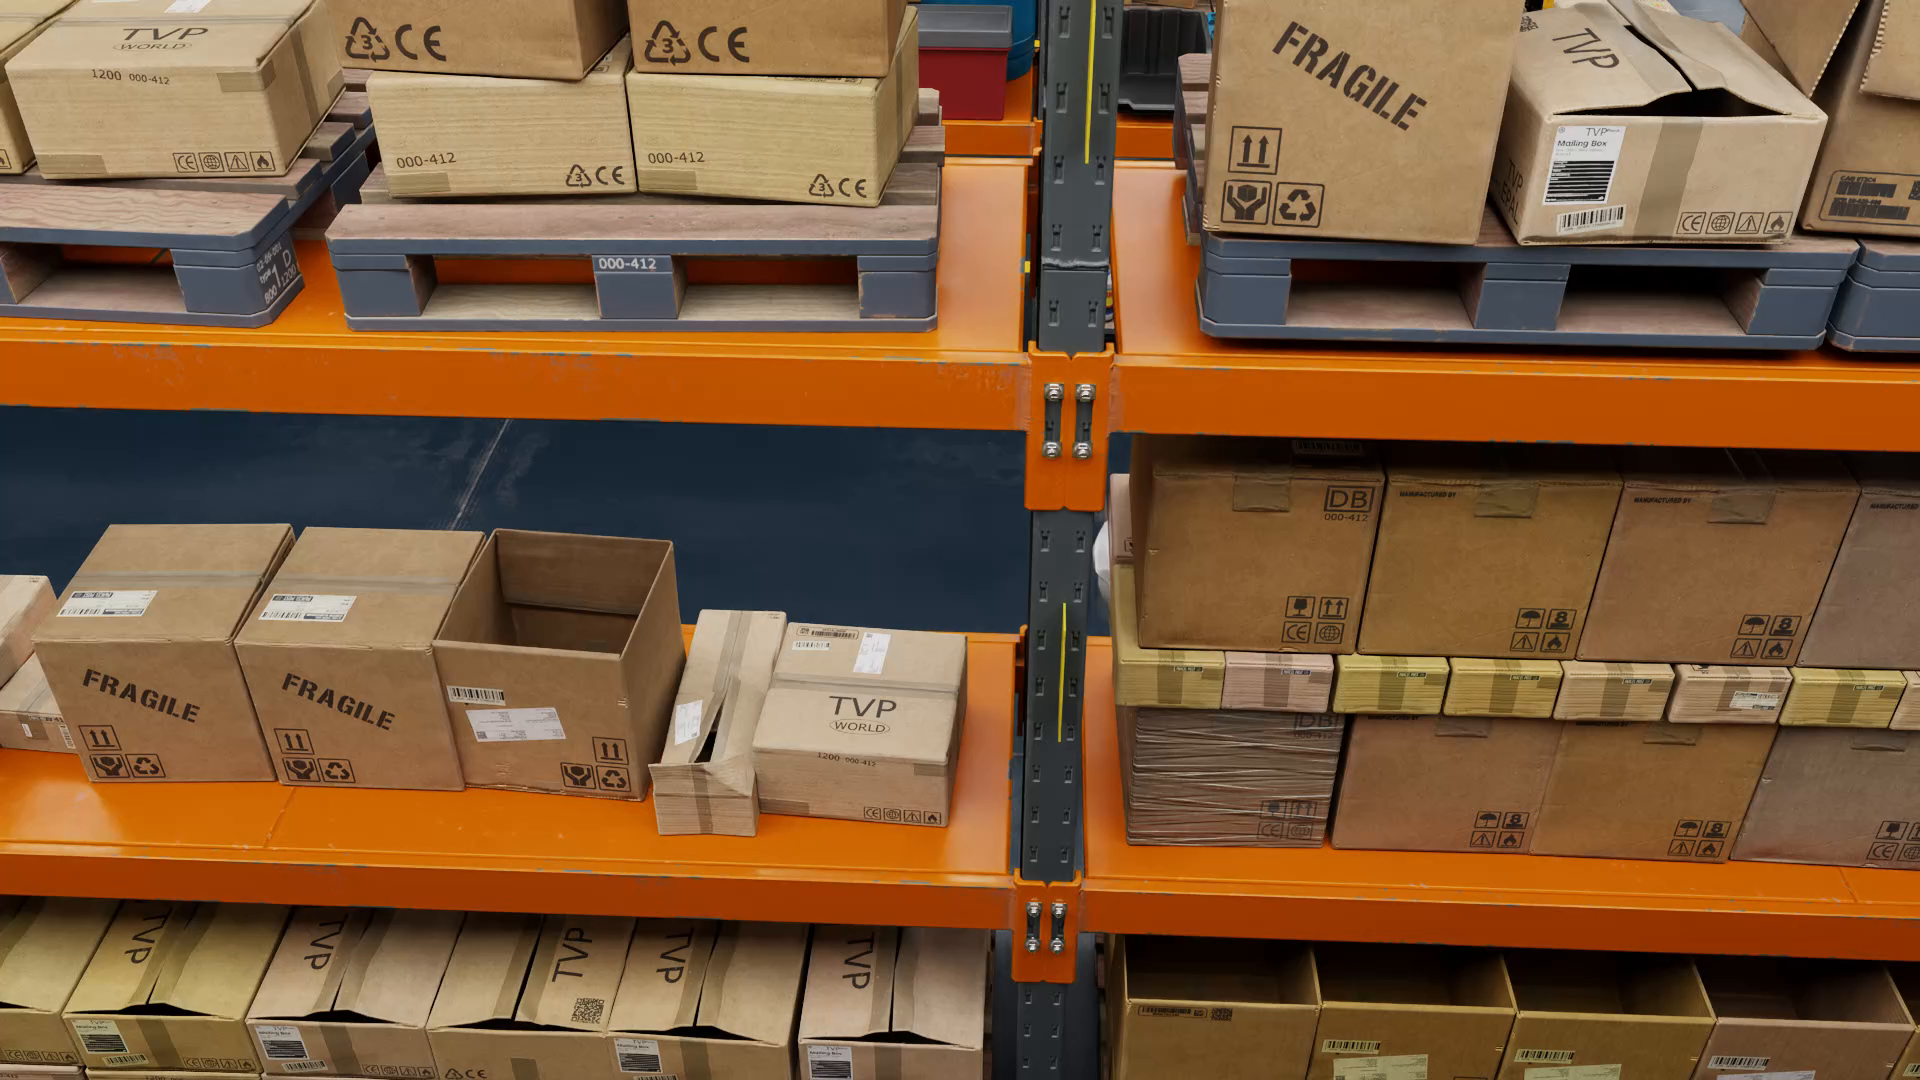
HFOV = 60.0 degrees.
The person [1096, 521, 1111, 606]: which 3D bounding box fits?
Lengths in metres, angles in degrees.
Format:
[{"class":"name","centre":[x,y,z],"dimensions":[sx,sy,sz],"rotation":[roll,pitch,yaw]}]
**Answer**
[{"class":"person","centre":[0.767,0.127,6.008],"dimensions":[0.557,1.630,0.411],"rotation":[2,36,2]}]
